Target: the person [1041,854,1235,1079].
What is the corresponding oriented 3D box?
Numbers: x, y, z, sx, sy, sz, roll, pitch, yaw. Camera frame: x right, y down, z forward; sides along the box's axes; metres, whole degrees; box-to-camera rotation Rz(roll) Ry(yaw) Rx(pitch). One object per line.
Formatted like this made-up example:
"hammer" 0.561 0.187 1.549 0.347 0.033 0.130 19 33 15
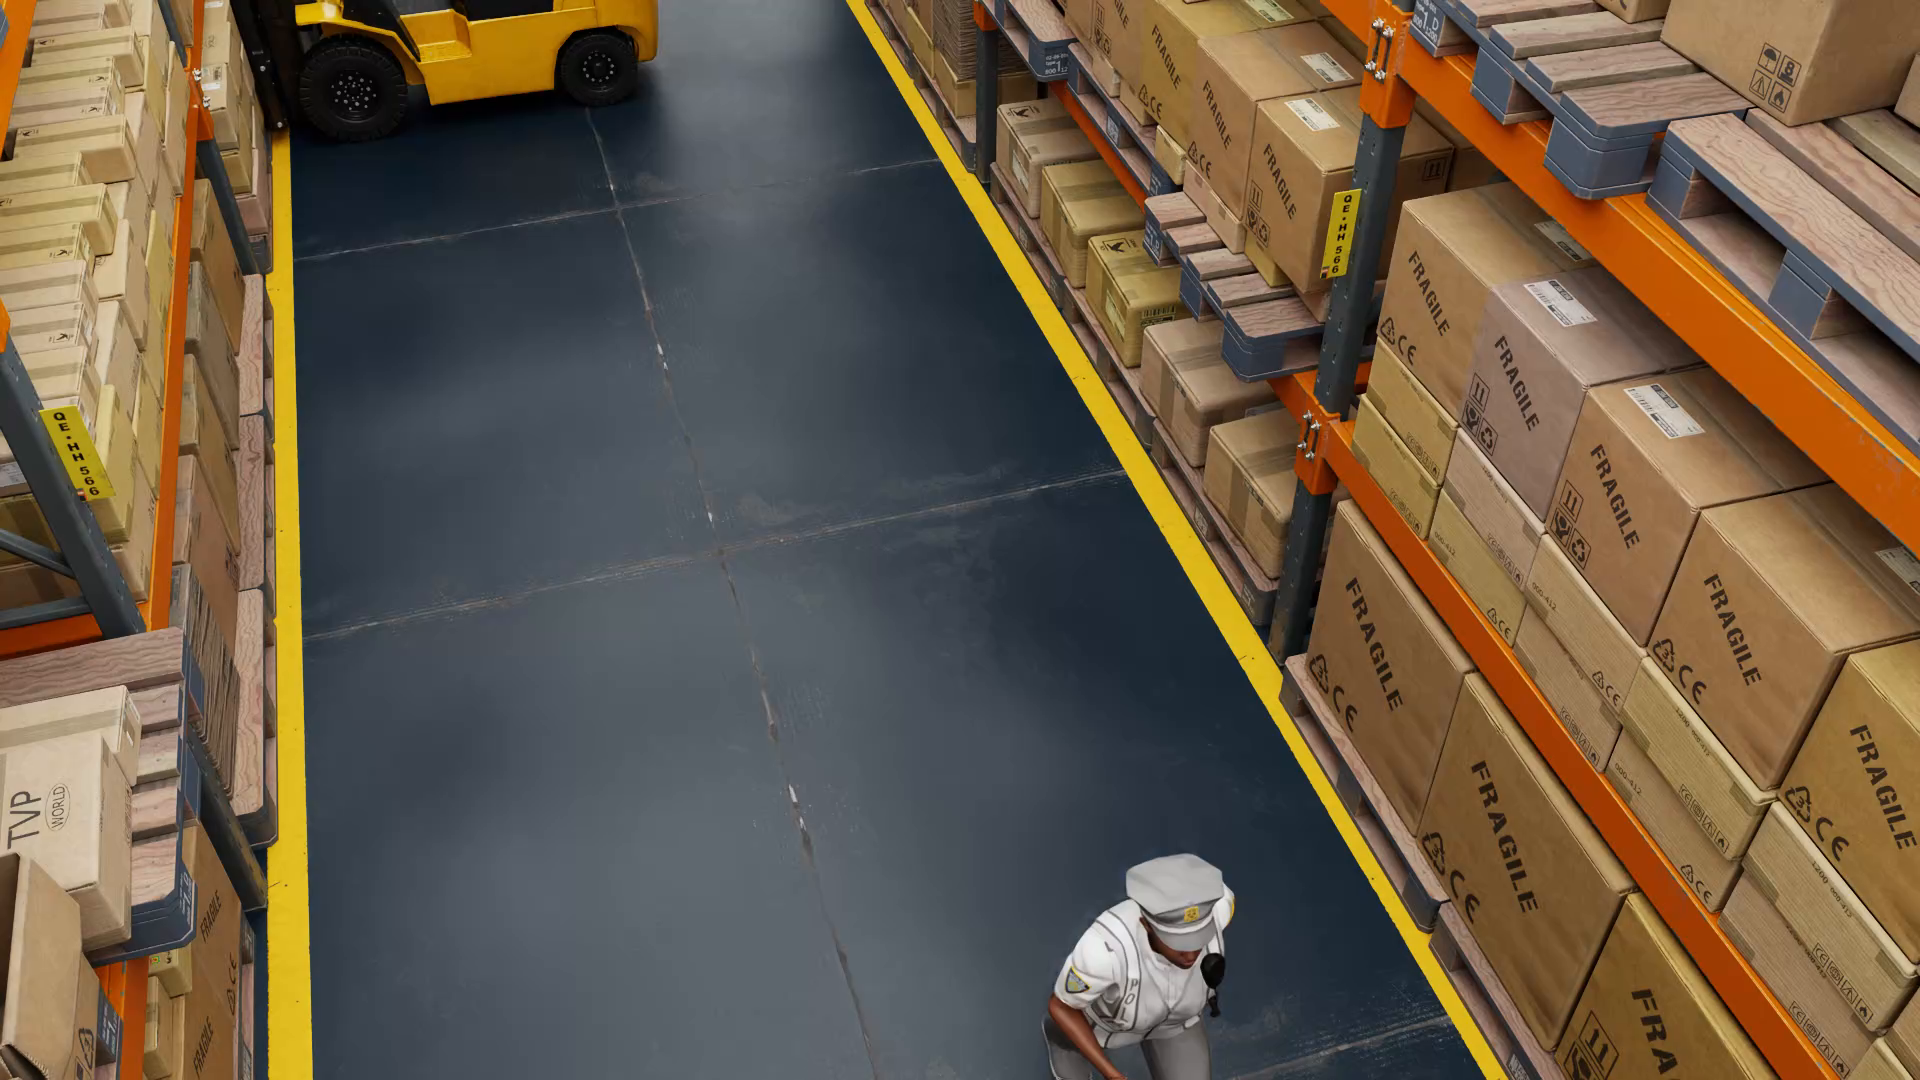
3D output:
"person" 0.503 1.316 4.749 0.580 1.600 0.900 -7 43 -7
